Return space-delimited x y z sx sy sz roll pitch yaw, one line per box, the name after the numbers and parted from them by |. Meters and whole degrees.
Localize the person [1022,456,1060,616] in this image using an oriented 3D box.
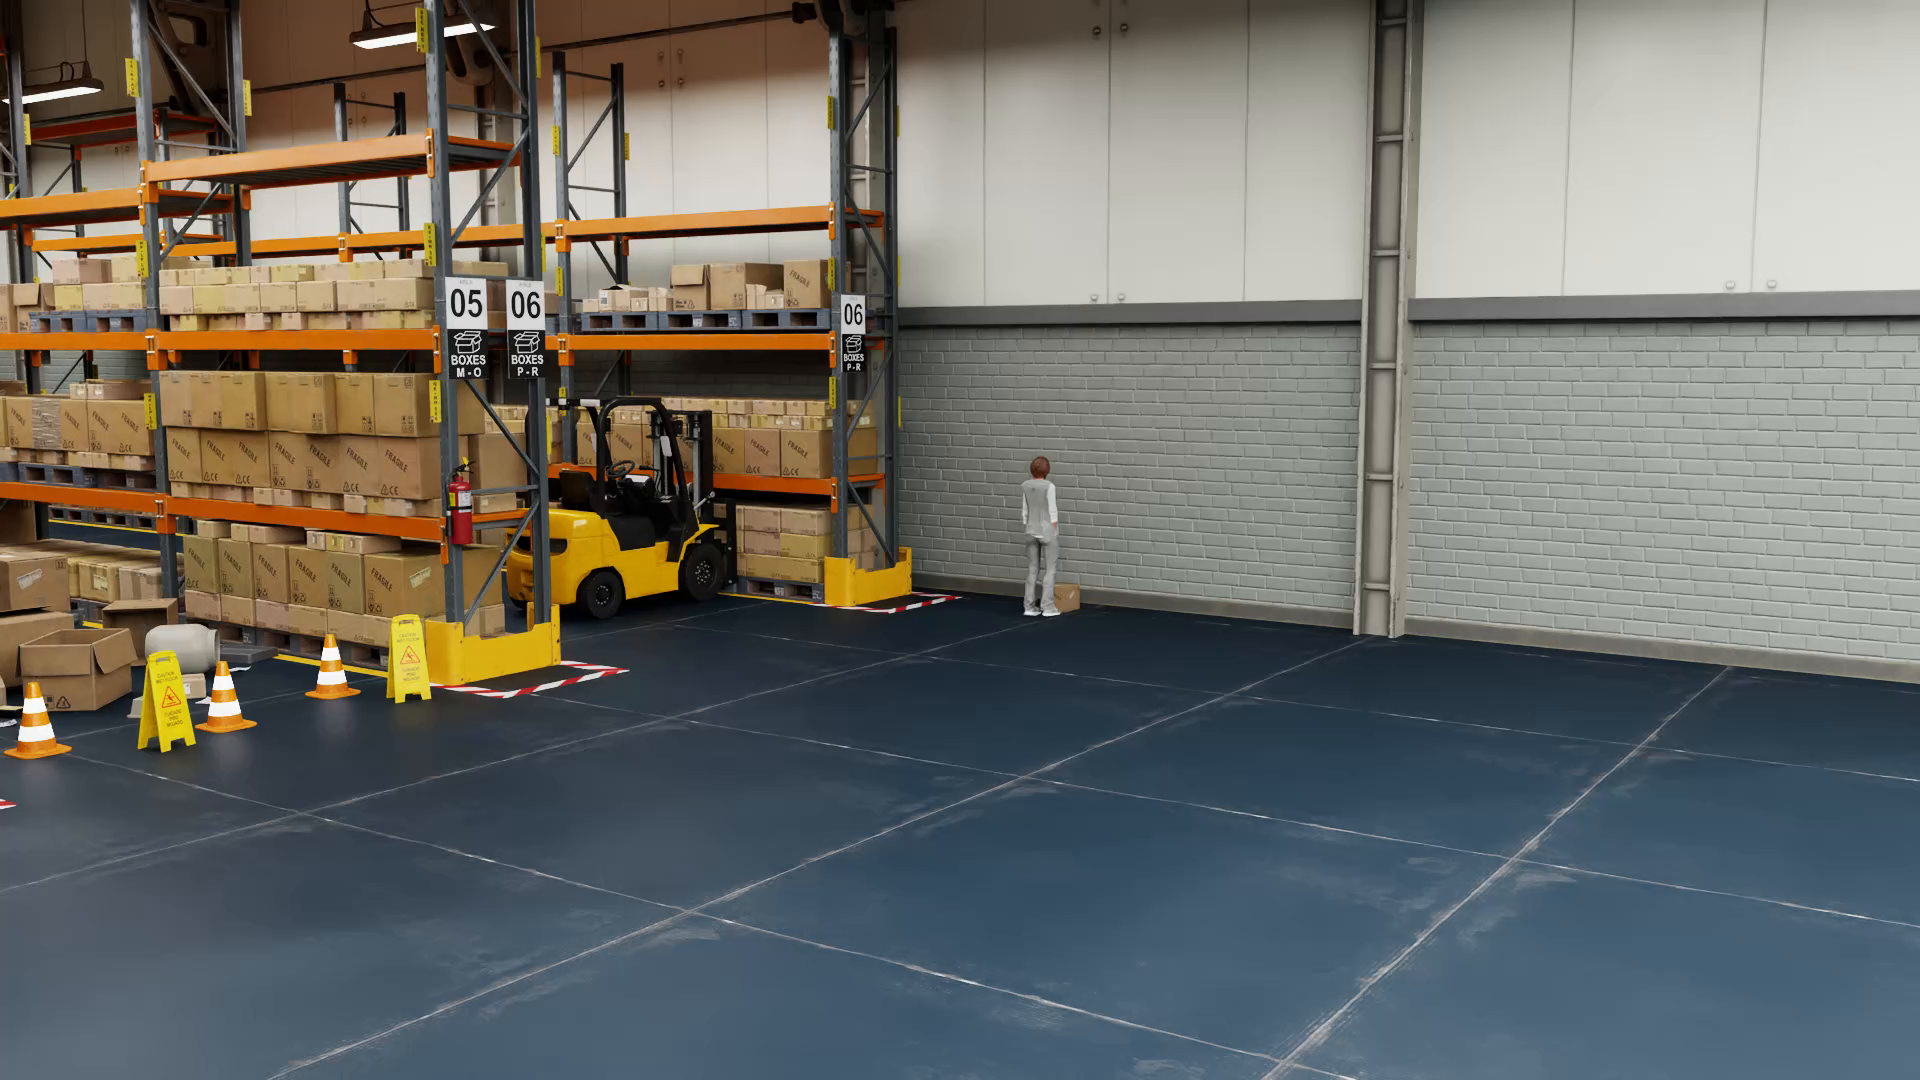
0.795 -0.032 16.553 0.407 1.587 0.301 5 8 35 | person
